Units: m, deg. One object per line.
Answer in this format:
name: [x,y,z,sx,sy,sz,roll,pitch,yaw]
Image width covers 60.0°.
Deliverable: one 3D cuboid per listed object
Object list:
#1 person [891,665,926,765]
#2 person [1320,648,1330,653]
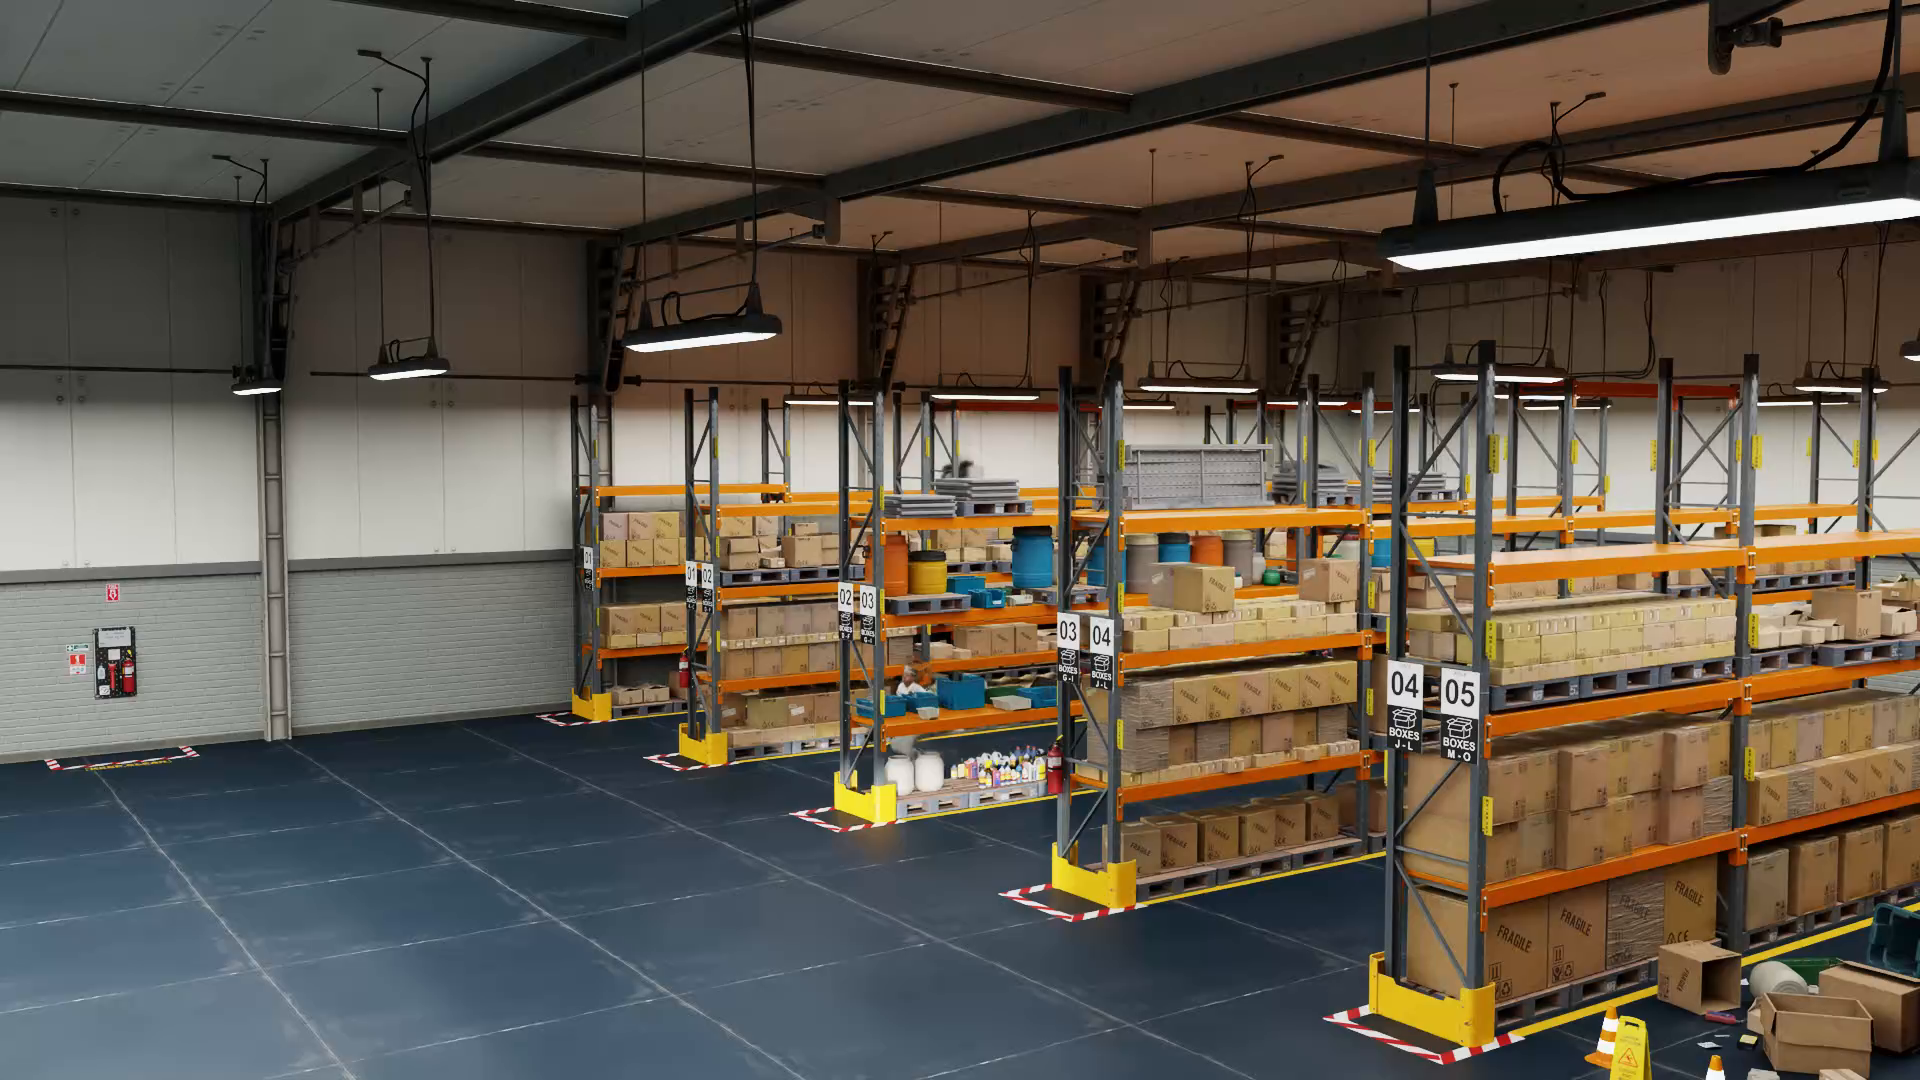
person: [-0.751,2.767,25.375,0.655,1.738,0.603,3,4,39]
person: [7.099,2.366,31.967,0.753,1.777,0.674,-3,5,-43]
